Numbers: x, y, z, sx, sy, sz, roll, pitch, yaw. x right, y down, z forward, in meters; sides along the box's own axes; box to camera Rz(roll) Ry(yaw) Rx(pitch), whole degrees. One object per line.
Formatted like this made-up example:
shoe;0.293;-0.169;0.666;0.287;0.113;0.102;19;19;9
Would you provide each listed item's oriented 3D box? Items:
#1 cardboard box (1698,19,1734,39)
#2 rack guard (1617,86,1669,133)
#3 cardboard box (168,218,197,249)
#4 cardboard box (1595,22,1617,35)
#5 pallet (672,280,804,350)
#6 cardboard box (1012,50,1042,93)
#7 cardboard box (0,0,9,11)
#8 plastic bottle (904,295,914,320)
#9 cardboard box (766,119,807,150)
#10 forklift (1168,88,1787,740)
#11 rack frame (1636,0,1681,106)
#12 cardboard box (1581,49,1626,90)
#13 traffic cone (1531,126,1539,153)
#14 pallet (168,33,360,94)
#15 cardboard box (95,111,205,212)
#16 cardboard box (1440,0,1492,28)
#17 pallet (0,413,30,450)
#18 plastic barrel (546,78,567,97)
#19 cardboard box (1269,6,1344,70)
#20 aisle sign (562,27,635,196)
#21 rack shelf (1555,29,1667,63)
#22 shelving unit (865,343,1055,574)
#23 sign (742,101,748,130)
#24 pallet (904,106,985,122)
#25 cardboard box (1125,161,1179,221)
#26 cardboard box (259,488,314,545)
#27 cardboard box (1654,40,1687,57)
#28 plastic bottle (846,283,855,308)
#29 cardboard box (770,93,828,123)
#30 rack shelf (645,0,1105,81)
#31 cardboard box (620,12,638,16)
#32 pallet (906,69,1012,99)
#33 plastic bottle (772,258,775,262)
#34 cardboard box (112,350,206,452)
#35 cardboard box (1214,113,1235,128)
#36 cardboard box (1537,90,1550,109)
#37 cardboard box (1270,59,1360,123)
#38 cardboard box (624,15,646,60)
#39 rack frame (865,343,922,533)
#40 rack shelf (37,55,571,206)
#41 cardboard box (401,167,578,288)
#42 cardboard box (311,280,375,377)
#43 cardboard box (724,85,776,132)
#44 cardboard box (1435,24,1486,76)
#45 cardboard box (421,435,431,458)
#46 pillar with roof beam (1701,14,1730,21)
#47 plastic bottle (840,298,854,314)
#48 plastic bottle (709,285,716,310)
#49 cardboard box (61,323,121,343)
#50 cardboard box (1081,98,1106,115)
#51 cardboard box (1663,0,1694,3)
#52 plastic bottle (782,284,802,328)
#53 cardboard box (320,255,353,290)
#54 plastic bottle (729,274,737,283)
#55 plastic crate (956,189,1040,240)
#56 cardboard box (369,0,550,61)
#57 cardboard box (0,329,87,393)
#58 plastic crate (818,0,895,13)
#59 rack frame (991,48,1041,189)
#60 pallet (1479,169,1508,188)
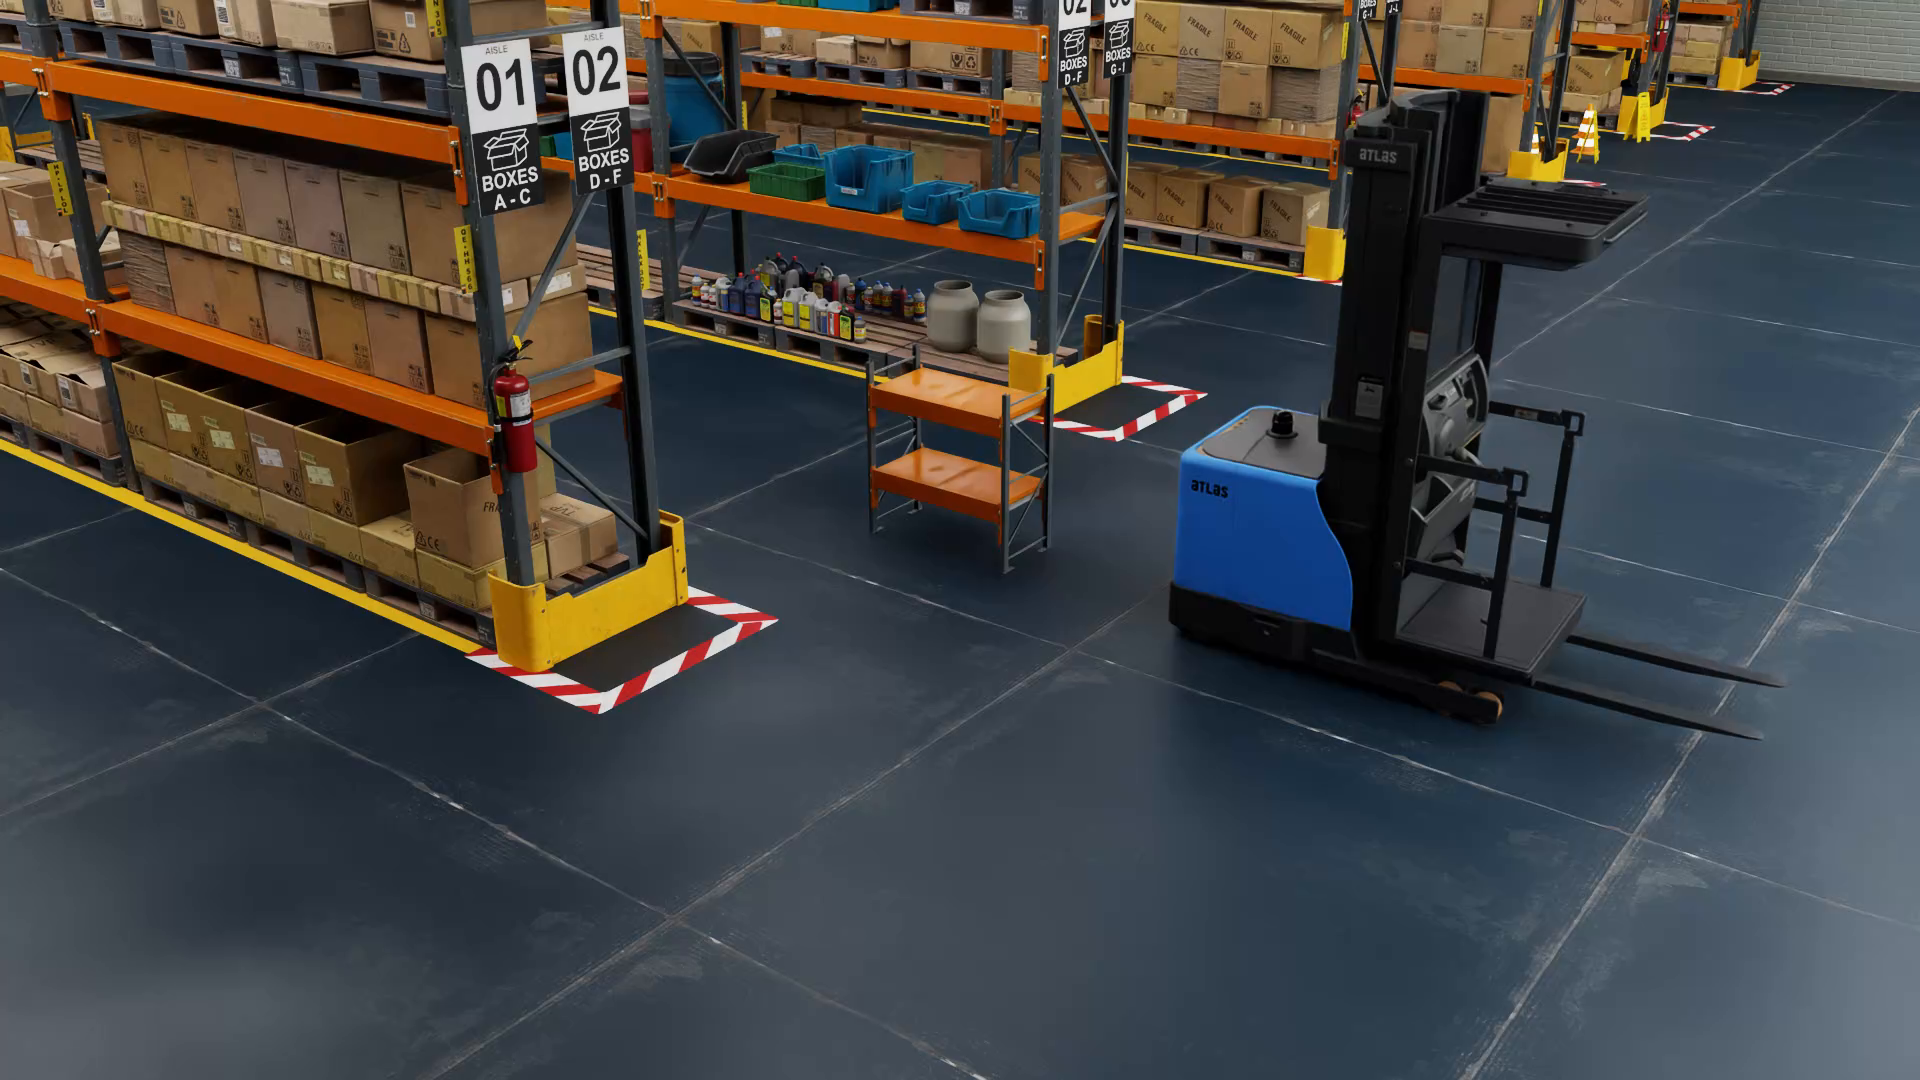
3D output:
cardboard box;12.535;-8.456;27.551;0.500;0.250;0.500;16;29;33
rack guard;9.771;-6.160;23.789;0.348;0.500;1.175;17;29;33
cardboard box;-4.539;-1.890;10.069;0.250;0.149;0.380;17;29;33
cardboard box;9.135;-7.217;23.401;0.250;0.149;0.380;16;29;33
pallet;-1.771;-2.005;14.718;1.213;0.211;1.003;17;29;33
cardboard box;1.010;-5.108;17.810;0.500;0.500;0.875;17;29;33
cardboard box;-6.185;-3.640;10.915;0.500;0.250;0.500;14;27;28
plastic bottle;-0.429;-1.975;14.116;0.097;0.201;0.097;0;24;0
cardboard box;-1.965;-4.924;20.440;0.500;0.500;0.700;15;28;31
forklift;2.669;-0.656;8.283;3.031;2.935;1.130;15;28;30
rack frame;9.832;-7.285;23.243;0.127;3.000;1.000;17;29;33
cardboard box;9.333;-6.852;24.220;0.500;0.500;0.500;16;28;32
traffic cone;7.371;-5.089;21.406;0.334;0.463;0.336;17;29;33
pallet;-3.587;-2.699;9.224;1.213;0.211;1.003;17;29;33
cardboard box;-4.898;-2.394;10.409;0.500;0.500;0.700;17;29;34
cardboard box;6.175;-6.432;19.782;0.550;0.550;0.875;17;29;33
pallet;-6.850;-1.044;12.537;1.213;0.211;1.003;17;29;33
plastic barrel;-3.850;-4.104;15.854;0.433;0.535;0.433;0;24;0
cardboard box;3.300;-4.781;15.826;0.500;0.500;0.500;17;29;33
aisle sign;-1.820;-2.165;8.399;0.004;0.787;0.394;17;29;33
rack shelf;8.231;-7.440;24.486;4.000;0.370;1.077;17;29;33
shelving unit;-0.005;-0.516;10.206;1.048;1.125;0.538;17;29;33
sign;-1.944;-3.759;14.896;0.005;0.325;0.100;17;29;33
pallet;-0.082;-6.512;24.946;1.213;0.211;1.003;17;29;33
cardboard box;1.990;-3.733;17.761;0.500;0.500;0.500;14;27;29
cardboard box;-3.870;-0.220;10.097;0.500;0.250;0.500;17;29;33
cardboard box;11.834;-8.192;27.571;0.500;0.250;0.500;16;29;33
plastic bottle;-0.944;-2.130;14.469;0.097;0.201;0.097;0;24;0
cardboard box;-1.959;-5.271;20.296;0.500;0.250;0.500;18;30;35
rack shelf;-0.683;-4.017;12.998;4.000;0.370;1.077;17;29;33
cardboard box;-4.149;-7.028;21.291;0.637;0.503;0.797;18;29;35
pallet;0.163;-5.199;18.747;1.213;0.211;1.003;17;29;33
plastic bottle;-1.700;-2.406;14.992;0.133;0.283;0.061;19;30;36
cardboard box;-5.073;-0.924;10.765;0.500;0.500;0.500;17;29;33
cardboard box;2.740;-4.219;16.596;0.250;0.149;0.380;17;29;33
cardboard box;8.614;-6.456;24.250;0.500;0.250;0.500;17;29;33
cardboard box;3.465;-4.412;16.229;0.500;0.500;0.875;17;29;33
cardboard box;-3.870;-6.355;21.007;0.500;0.500;0.500;16;28;32
rack frame;-0.412;-0.639;10.485;0.032;1.125;0.500;17;29;33
rack shelf;-3.656;-2.420;9.373;4.000;0.370;1.077;17;29;33
cardboard box;-2.464;-1.662;8.748;0.500;0.500;0.700;17;29;33
cardboard box;-3.239;-1.303;9.542;0.500;0.500;0.700;17;29;34
cardboard box;-3.053;-5.416;21.115;0.875;0.875;1.225;15;28;31
cardboard box;6.167;-5.934;19.989;0.550;0.550;0.875;17;29;33
cardboard box;-3.161;-0.608;10.049;0.500;0.500;0.500;17;29;33
pillar with roof beam;10.207;-10.703;23.560;0.400;9.000;9.100;17;29;33
plastic bottle;-0.937;-1.855;13.743;0.133;0.283;0.061;17;29;33
plastic bottle;-2.128;-2.110;14.423;0.097;0.201;0.097;0;24;0
cardboard box;-6.250;-1.478;12.258;0.500;0.311;0.500;16;28;32
cardboard box;1.469;-4.544;17.333;0.250;0.149;0.380;17;29;33
cardboard box;11.845;-9.096;27.229;0.500;0.500;0.500;18;29;35
plastic bottle;-1.395;-1.969;13.917;0.185;0.351;0.144;17;29;33
cardboard box;-3.301;-1.516;9.220;0.250;0.149;0.380;18;29;35
plastic bottle;-1.952;-2.162;14.439;0.133;0.283;0.061;17;29;33
plastic crate;0.338;-2.446;12.445;0.616;0.251;0.499;17;29;33
cardboard box;-2.513;-2.709;8.315;0.637;0.503;0.797;19;30;37
cardboard box;-6.571;-1.301;11.856;0.500;0.311;0.500;17;29;33
plastic crate;-0.789;-4.219;12.584;0.575;0.384;0.392;17;29;33
rack frame;0.687;-5.055;18.182;0.127;3.000;1.000;17;29;33
pallet;6.257;-4.556;20.507;1.213;0.211;1.003;17;29;33
